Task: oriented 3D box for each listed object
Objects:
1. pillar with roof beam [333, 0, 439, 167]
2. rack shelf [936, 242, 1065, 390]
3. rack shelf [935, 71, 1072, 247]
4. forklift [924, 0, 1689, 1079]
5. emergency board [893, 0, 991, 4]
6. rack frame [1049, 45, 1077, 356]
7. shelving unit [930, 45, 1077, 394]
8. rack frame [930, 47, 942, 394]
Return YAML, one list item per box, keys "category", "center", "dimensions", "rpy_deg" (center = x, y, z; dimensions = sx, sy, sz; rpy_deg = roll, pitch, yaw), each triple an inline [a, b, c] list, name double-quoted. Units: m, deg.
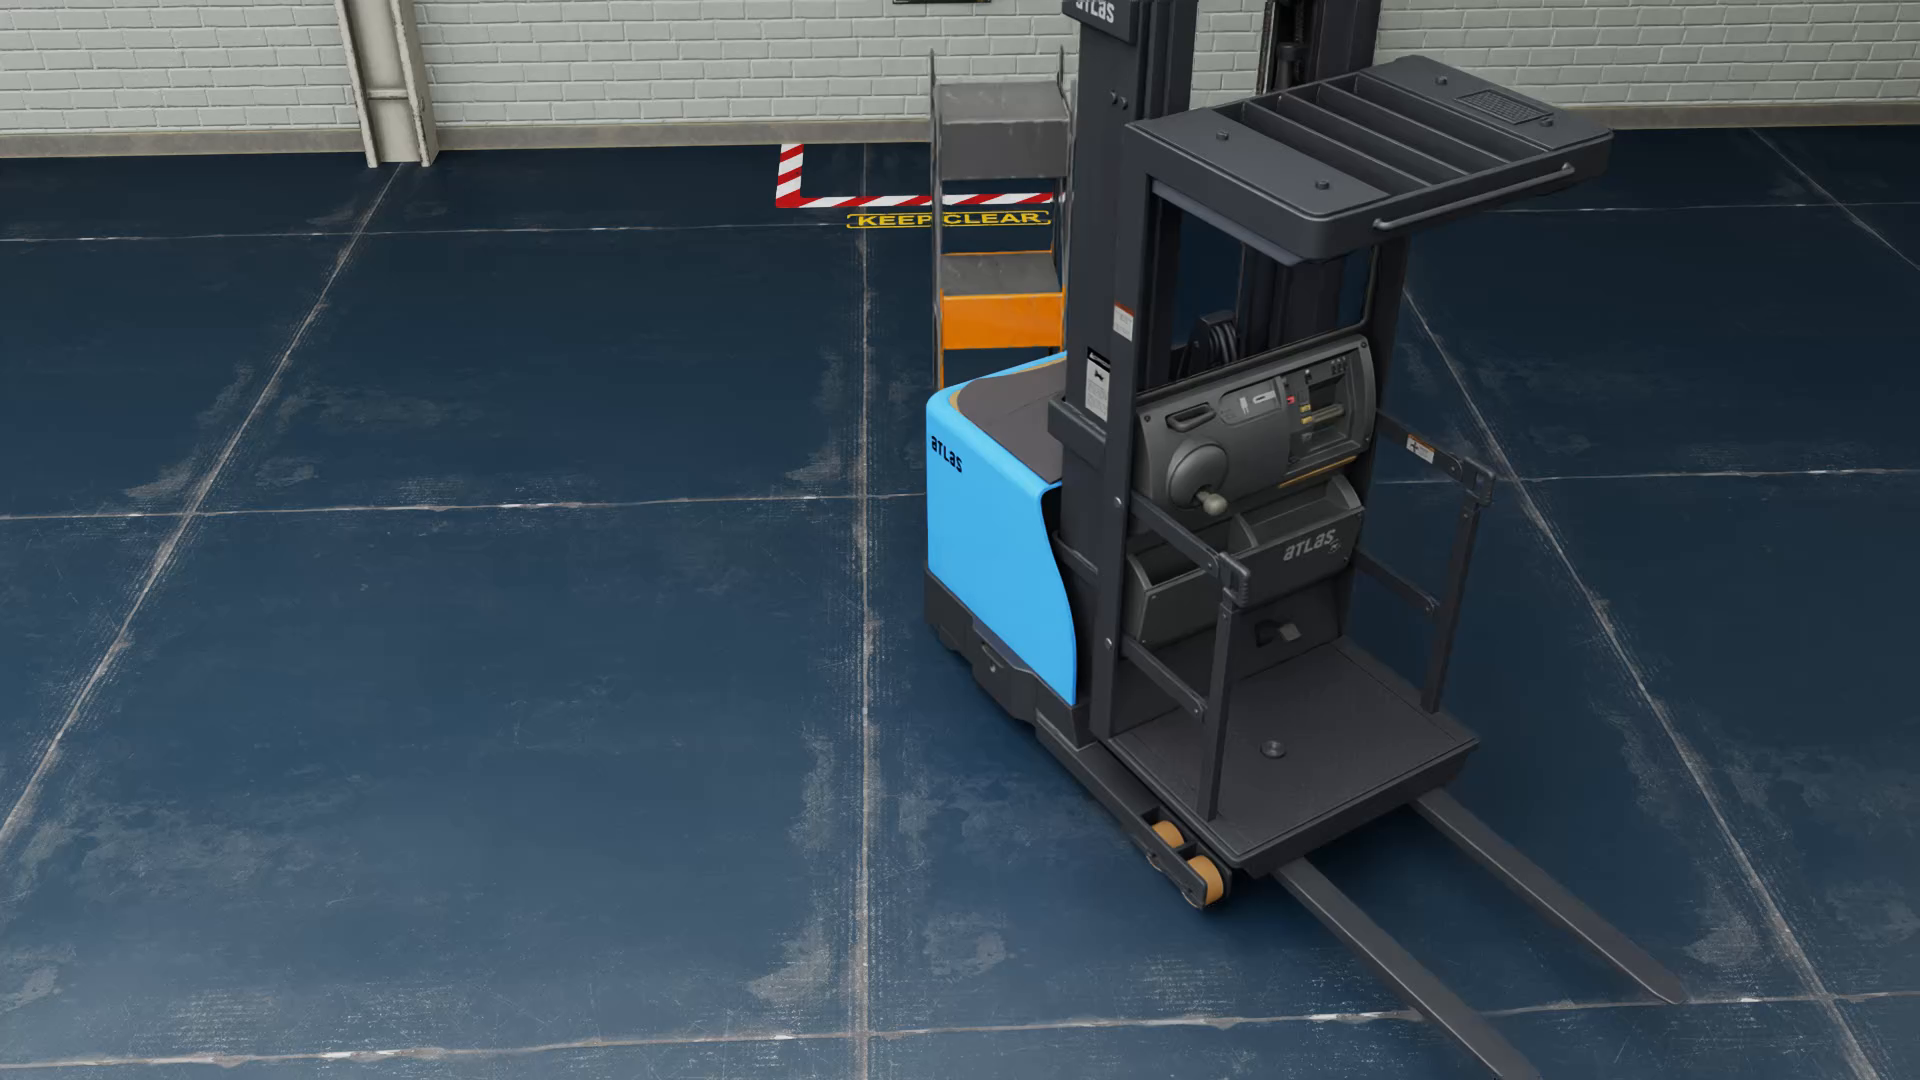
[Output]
- category: "pillar with roof beam"
  center: [-3.422, -3.749, 4.760]
  dimensions: [0.400, 9.000, 9.100]
  rpy_deg: [-2, 35, -2]
- category: "rack shelf"
  center: [0.151, -0.865, 6.679]
  dimensions: [0.480, 0.518, 0.431]
  rpy_deg: [-2, 35, -3]
- category: "rack shelf"
  center: [0.151, -1.441, 6.281]
  dimensions: [0.480, 0.518, 0.431]
  rpy_deg: [-2, 35, -3]
- category: "forklift"
  center: [1.066, -0.301, 5.109]
  dimensions: [1.130, 2.935, 3.031]
  rpy_deg: [-20, 39, -26]
- category: "emergency board"
  center: [-0.112, -3.857, 10.187]
  dimensions: [0.626, 1.169, 0.157]
  rpy_deg: [-2, 35, -2]
- category: "rack frame"
  center: [0.395, -0.886, 6.685]
  dimensions: [0.015, 2.100, 0.400]
  rpy_deg: [-2, 35, -3]
- category: "shelving unit"
  center: [0.151, -0.876, 6.671]
  dimensions: [0.503, 2.100, 0.431]
  rpy_deg: [-2, 35, -3]
- category: "rack frame"
  center: [-0.092, -0.867, 6.658]
  dimensions: [0.015, 2.100, 0.400]
  rpy_deg: [-2, 35, -3]
